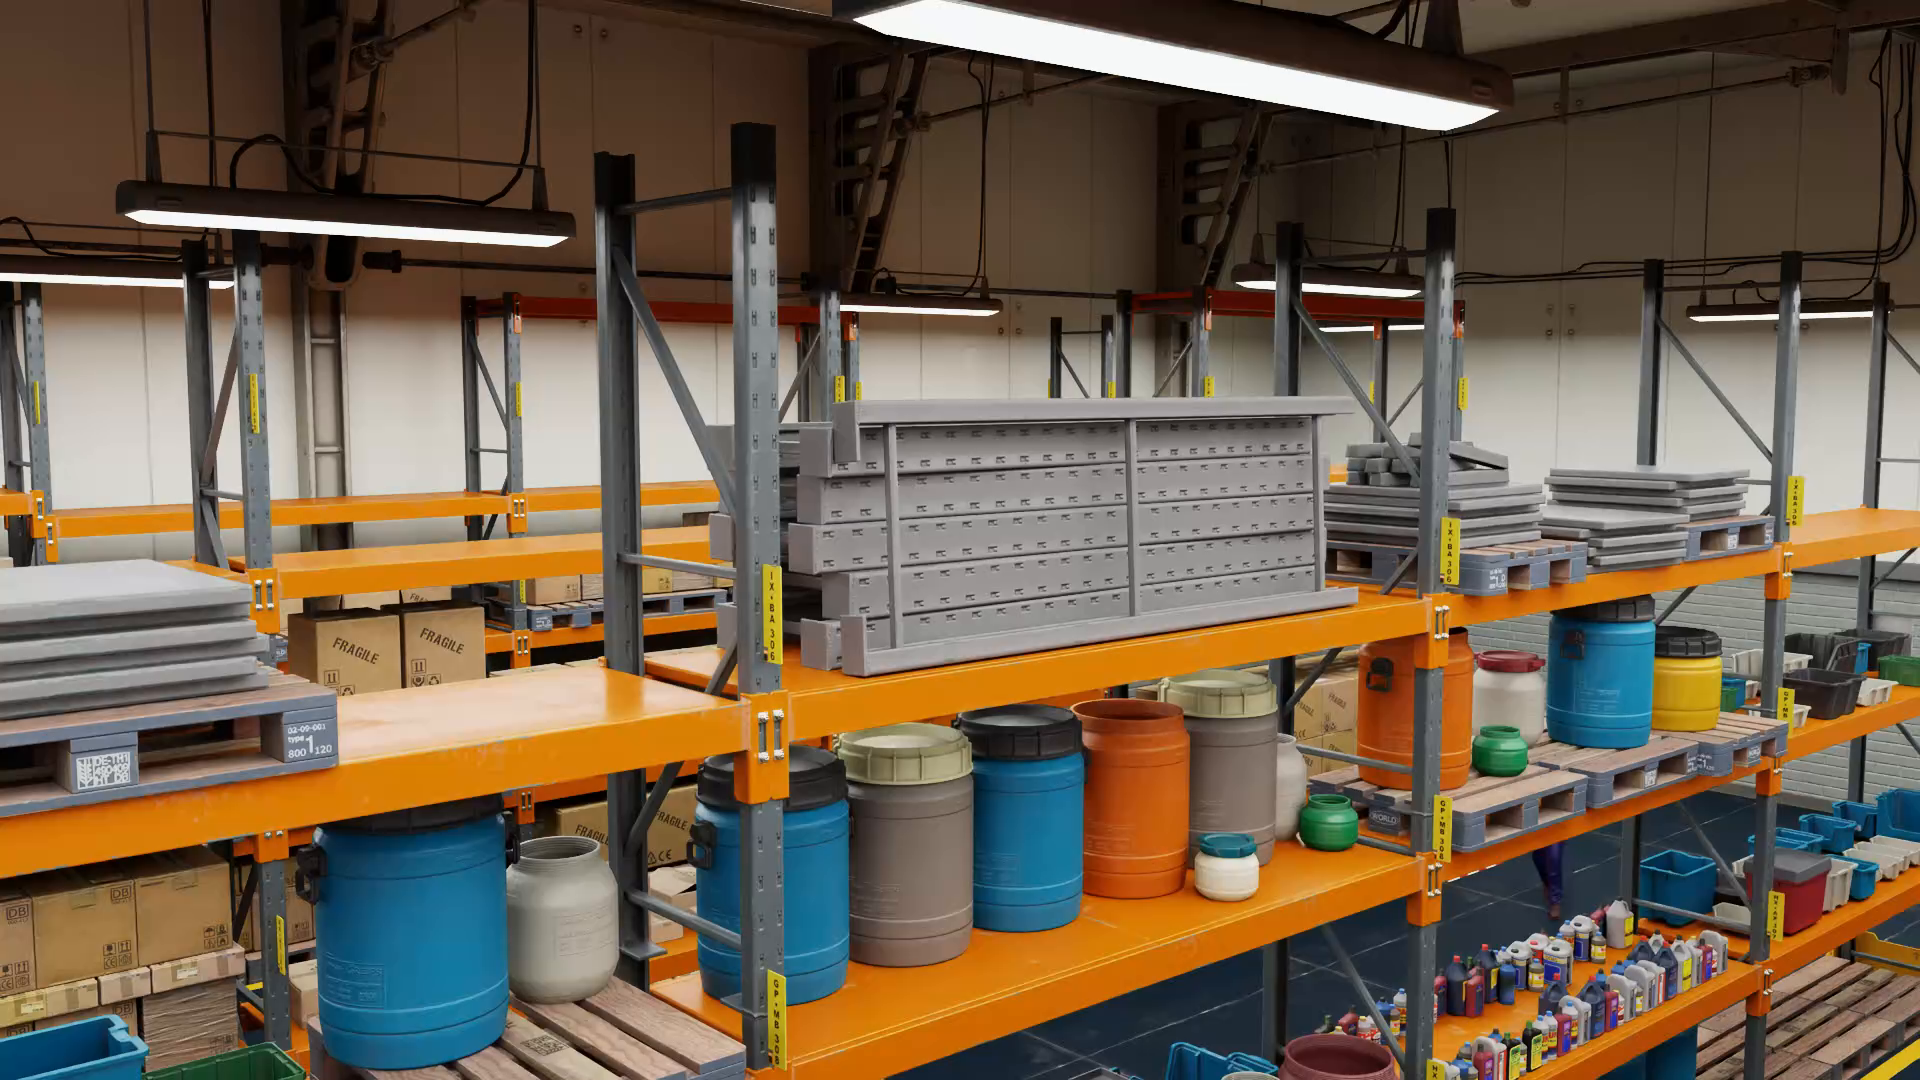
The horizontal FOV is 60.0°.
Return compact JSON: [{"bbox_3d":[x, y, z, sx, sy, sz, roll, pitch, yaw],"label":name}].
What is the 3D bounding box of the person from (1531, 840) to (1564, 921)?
[{"bbox_3d":[5.695,2.805,16.374,0.616,1.624,0.906,2,6,20],"label":"person"}]
